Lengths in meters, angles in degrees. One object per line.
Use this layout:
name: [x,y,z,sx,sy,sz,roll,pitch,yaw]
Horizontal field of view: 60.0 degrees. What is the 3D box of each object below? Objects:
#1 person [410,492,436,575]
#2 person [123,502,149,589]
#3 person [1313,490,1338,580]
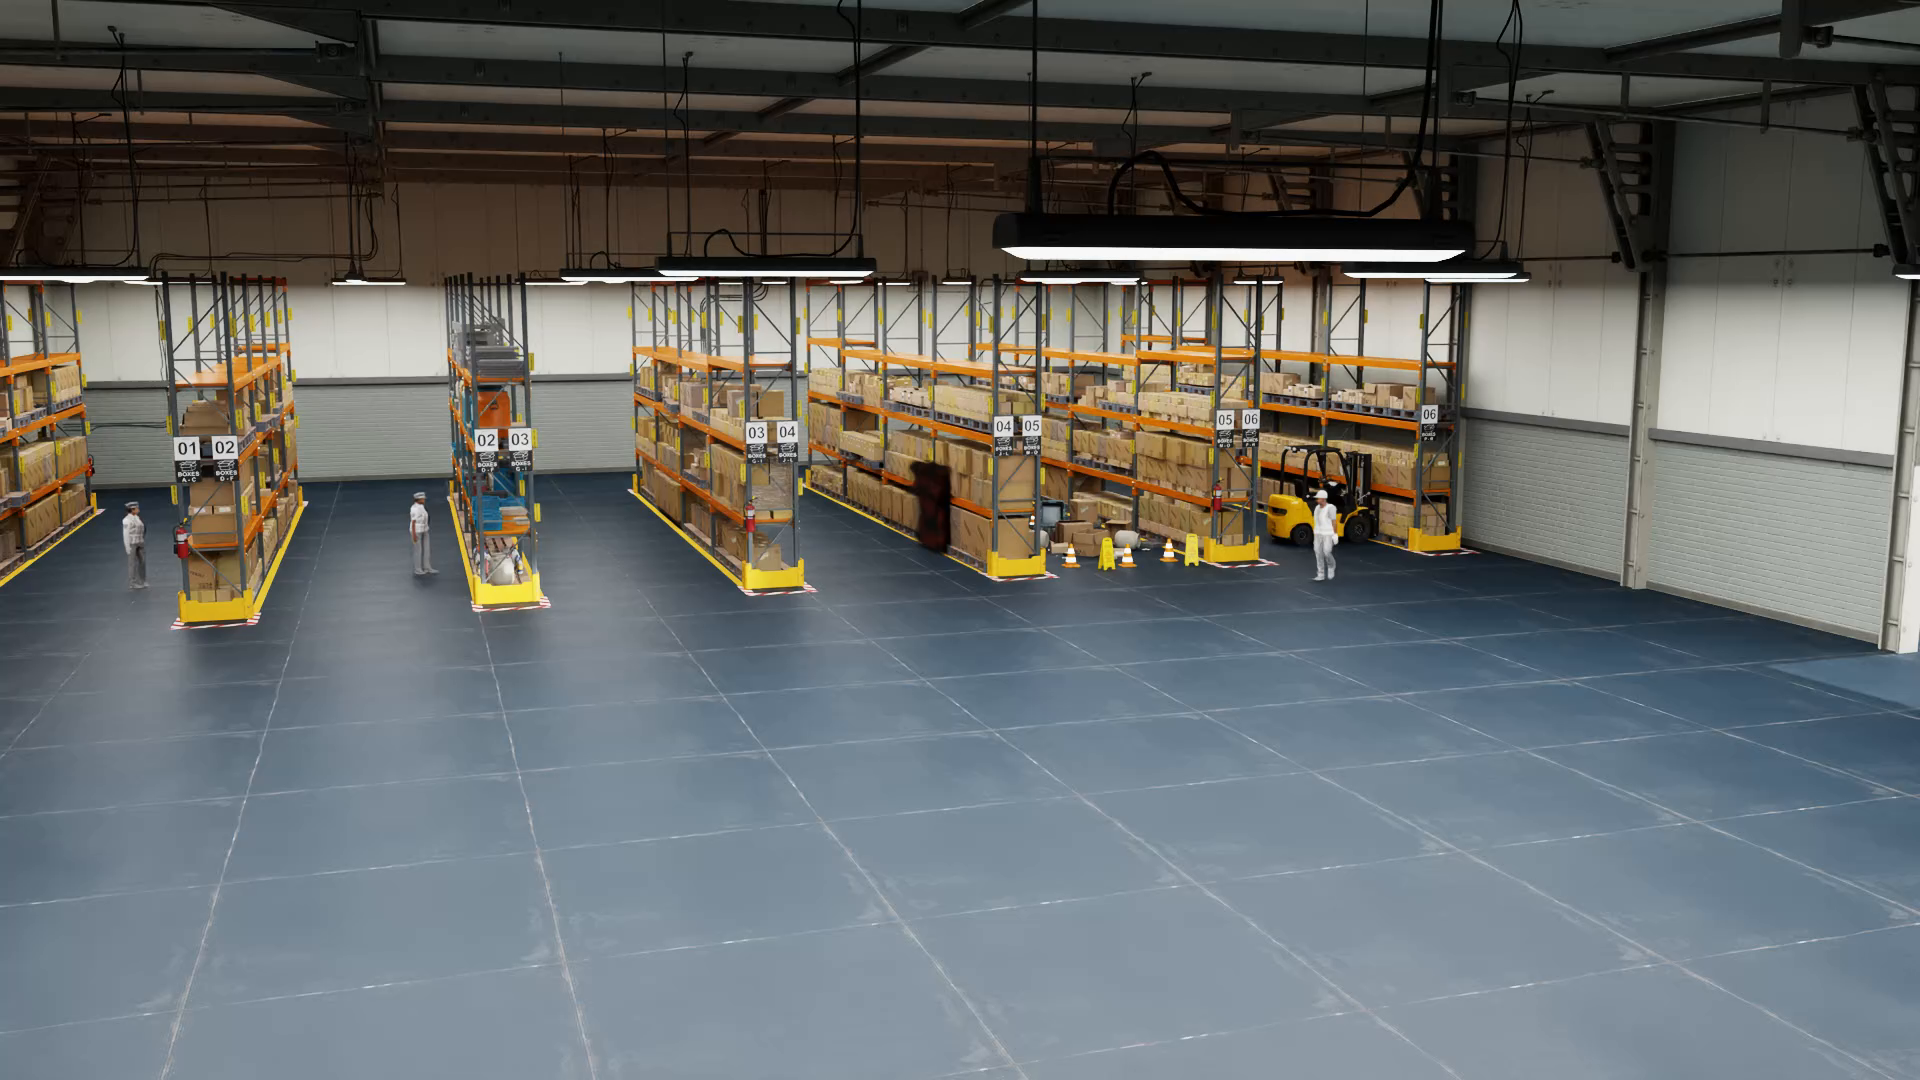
person: [-10.886,-0.136,33.543,0.377,1.673,0.510,3,9,22]
person: [-15.860,0.107,31.974,0.348,1.708,0.548,3,9,19]
person: [7.183,-0.090,32.618,0.578,1.779,0.485,7,11,37]
